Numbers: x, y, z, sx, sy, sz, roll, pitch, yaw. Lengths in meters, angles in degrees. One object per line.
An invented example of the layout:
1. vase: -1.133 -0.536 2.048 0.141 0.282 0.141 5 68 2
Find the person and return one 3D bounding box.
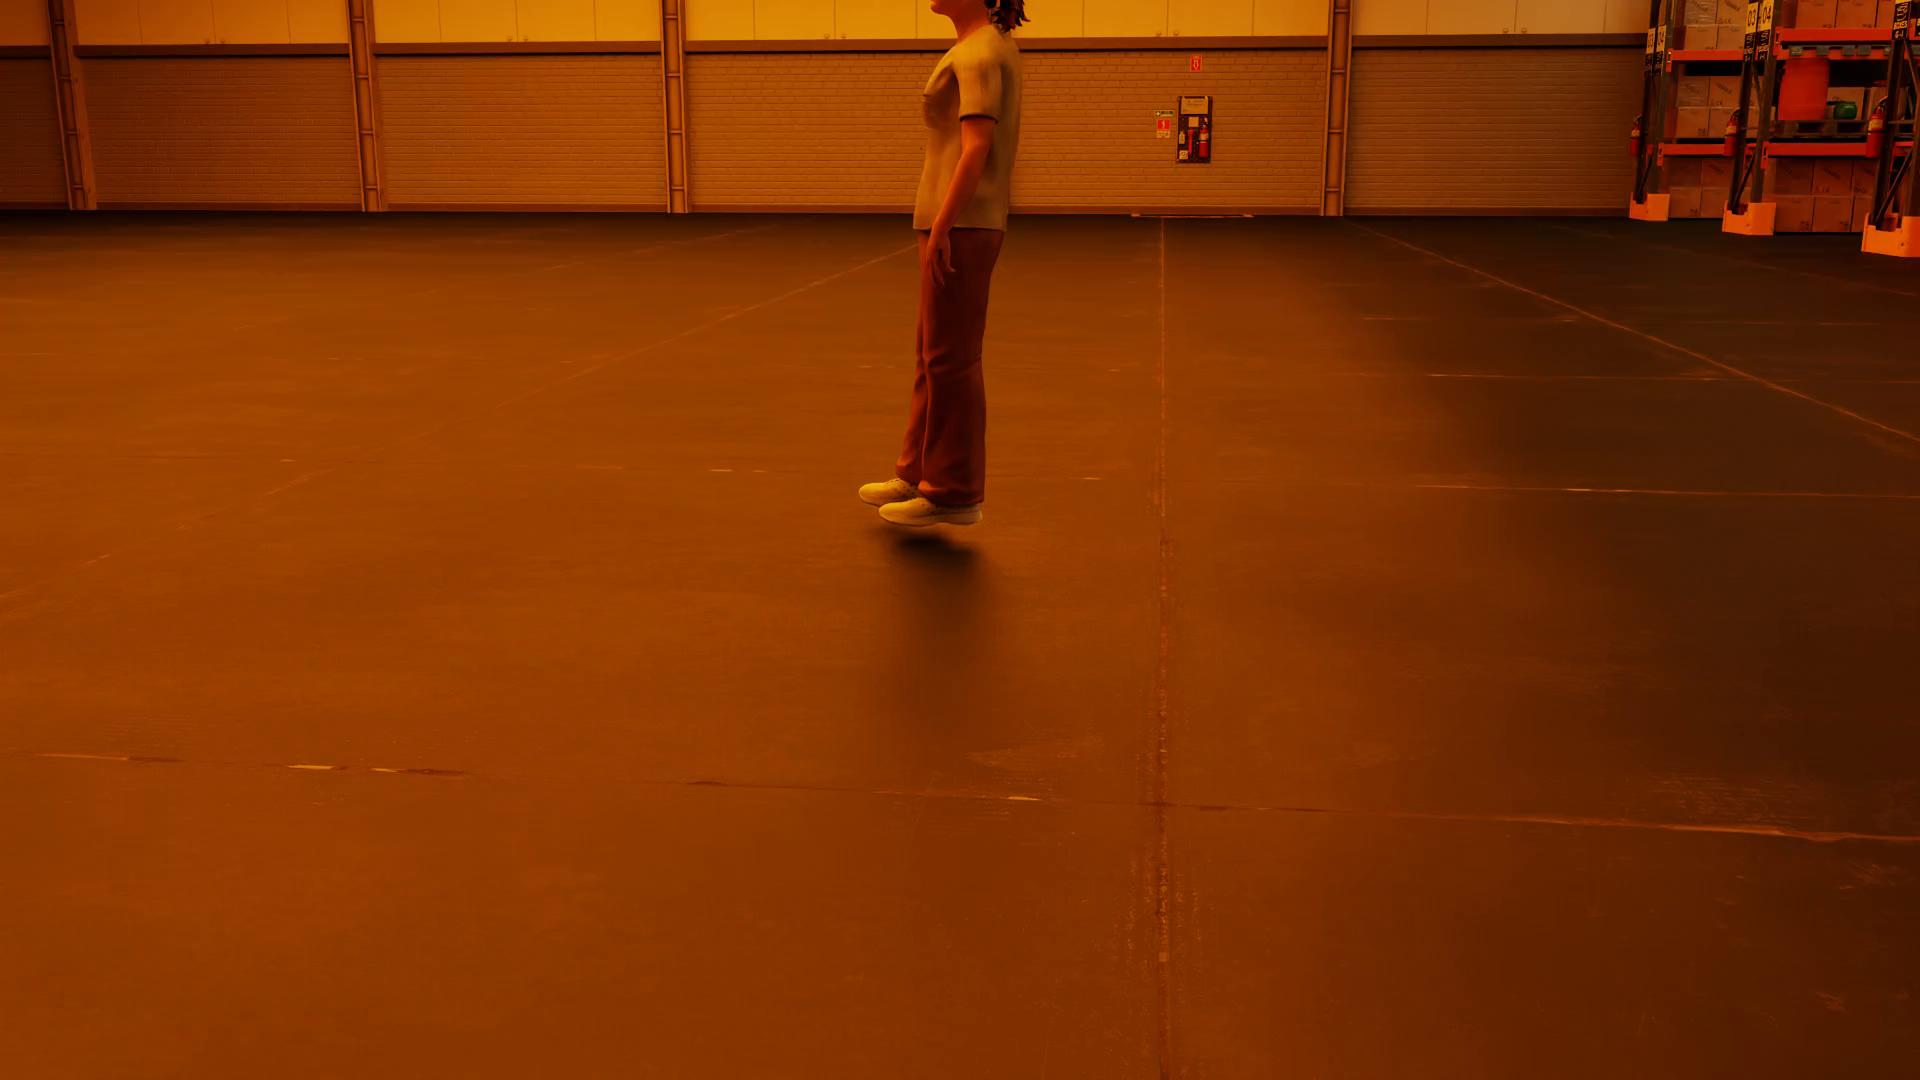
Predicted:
1. person: -0.071 -0.862 4.766 0.548 1.665 0.552 2 13 7
